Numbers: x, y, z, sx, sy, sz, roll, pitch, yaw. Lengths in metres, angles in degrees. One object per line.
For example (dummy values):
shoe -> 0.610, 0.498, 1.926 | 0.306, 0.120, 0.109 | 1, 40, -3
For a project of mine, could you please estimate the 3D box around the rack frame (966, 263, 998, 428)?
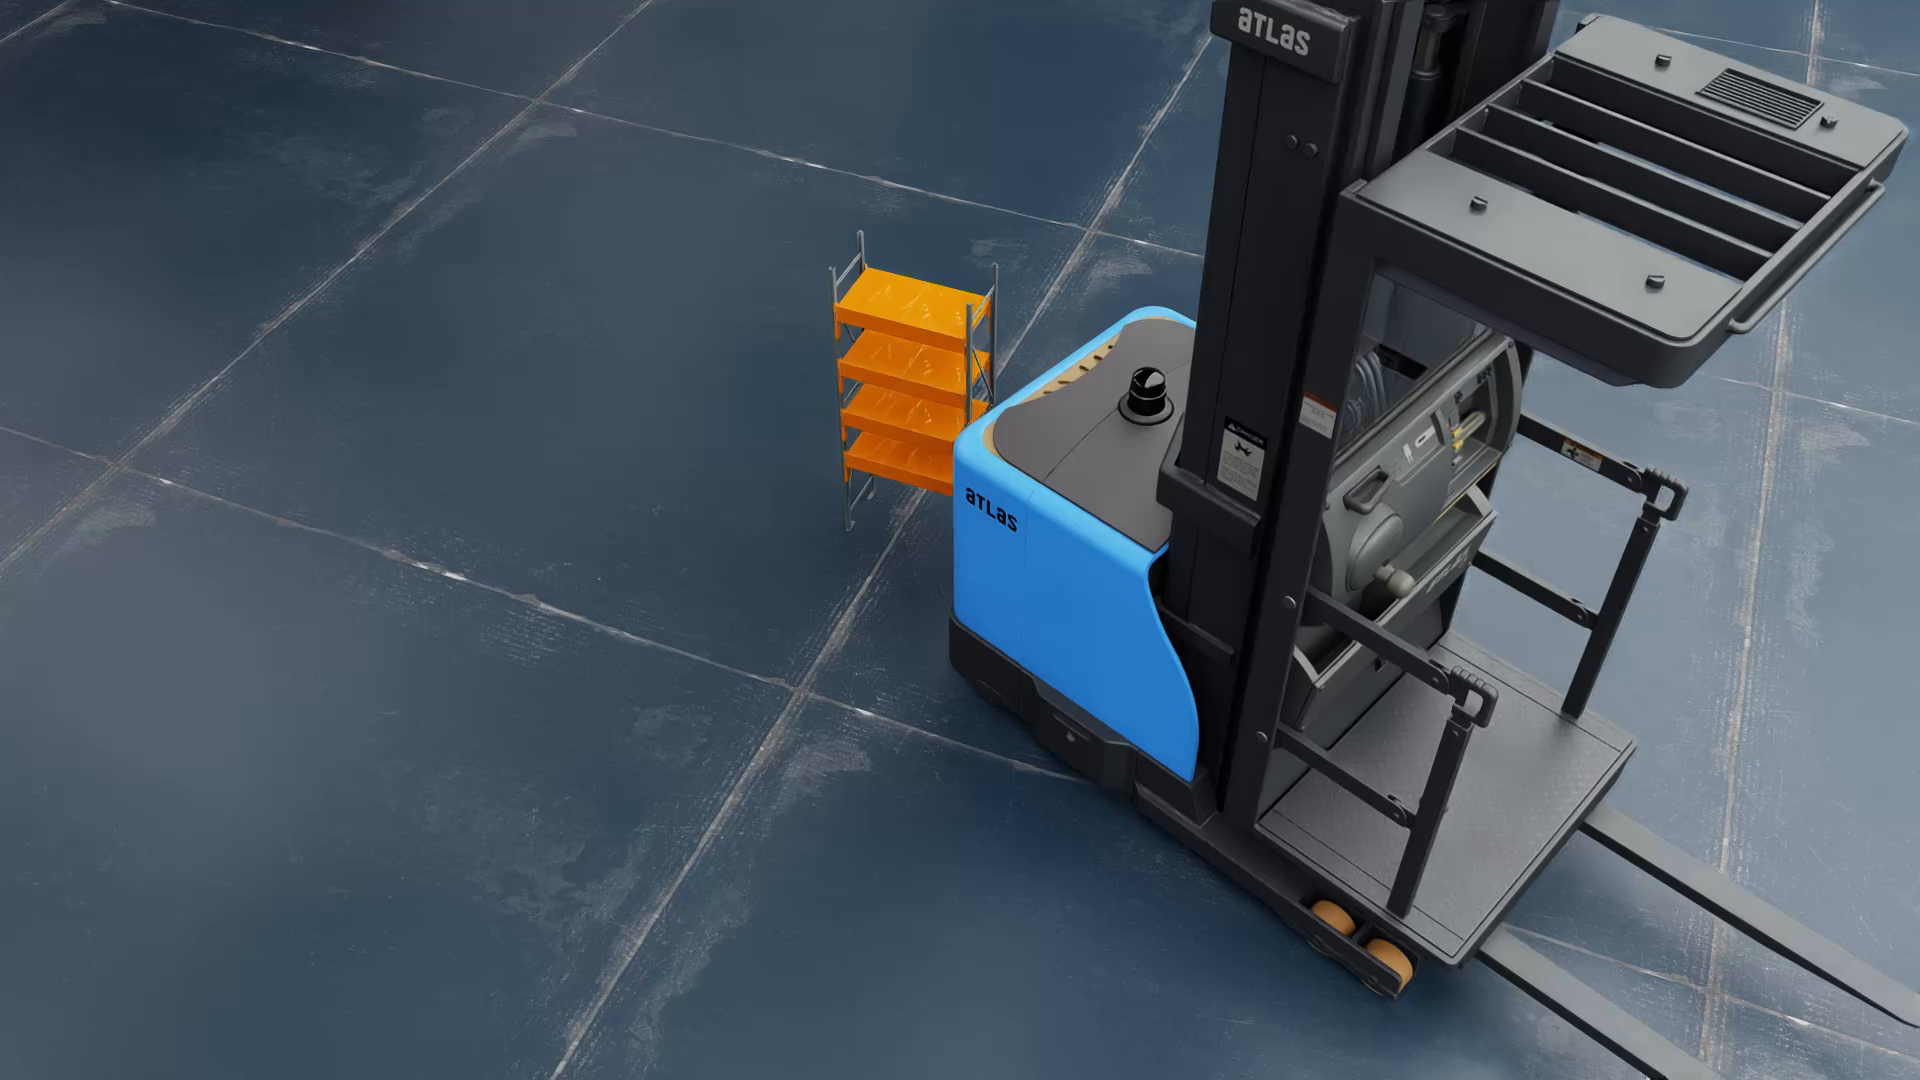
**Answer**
rack frame -> 0.072, -0.404, 5.805 | 0.015, 1.200, 0.240 | 16, 47, 16

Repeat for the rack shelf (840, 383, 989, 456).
rack shelf -> -0.153, -0.423, 5.919 | 0.480, 0.148, 0.258 | 16, 47, 16

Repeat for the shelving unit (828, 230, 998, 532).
shelving unit -> -0.153, -0.470, 5.872 | 0.503, 1.200, 0.258 | 16, 47, 16

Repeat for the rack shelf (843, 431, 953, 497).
rack shelf -> -0.153, -0.282, 6.059 | 0.480, 0.148, 0.258 | 16, 47, 16

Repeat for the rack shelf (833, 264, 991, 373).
rack shelf -> -0.153, -0.749, 5.595 | 0.480, 0.148, 0.258 | 16, 47, 16

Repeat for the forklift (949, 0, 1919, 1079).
forklift -> 1.380, -0.121, 4.294 | 3.031, 2.935, 1.130 | 34, 54, 29

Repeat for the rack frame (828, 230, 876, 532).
rack frame -> -0.378, -0.537, 5.939 | 0.015, 1.200, 0.240 | 16, 47, 16

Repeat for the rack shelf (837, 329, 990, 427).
rack shelf -> -0.153, -0.581, 5.762 | 0.480, 0.148, 0.258 | 16, 47, 16
